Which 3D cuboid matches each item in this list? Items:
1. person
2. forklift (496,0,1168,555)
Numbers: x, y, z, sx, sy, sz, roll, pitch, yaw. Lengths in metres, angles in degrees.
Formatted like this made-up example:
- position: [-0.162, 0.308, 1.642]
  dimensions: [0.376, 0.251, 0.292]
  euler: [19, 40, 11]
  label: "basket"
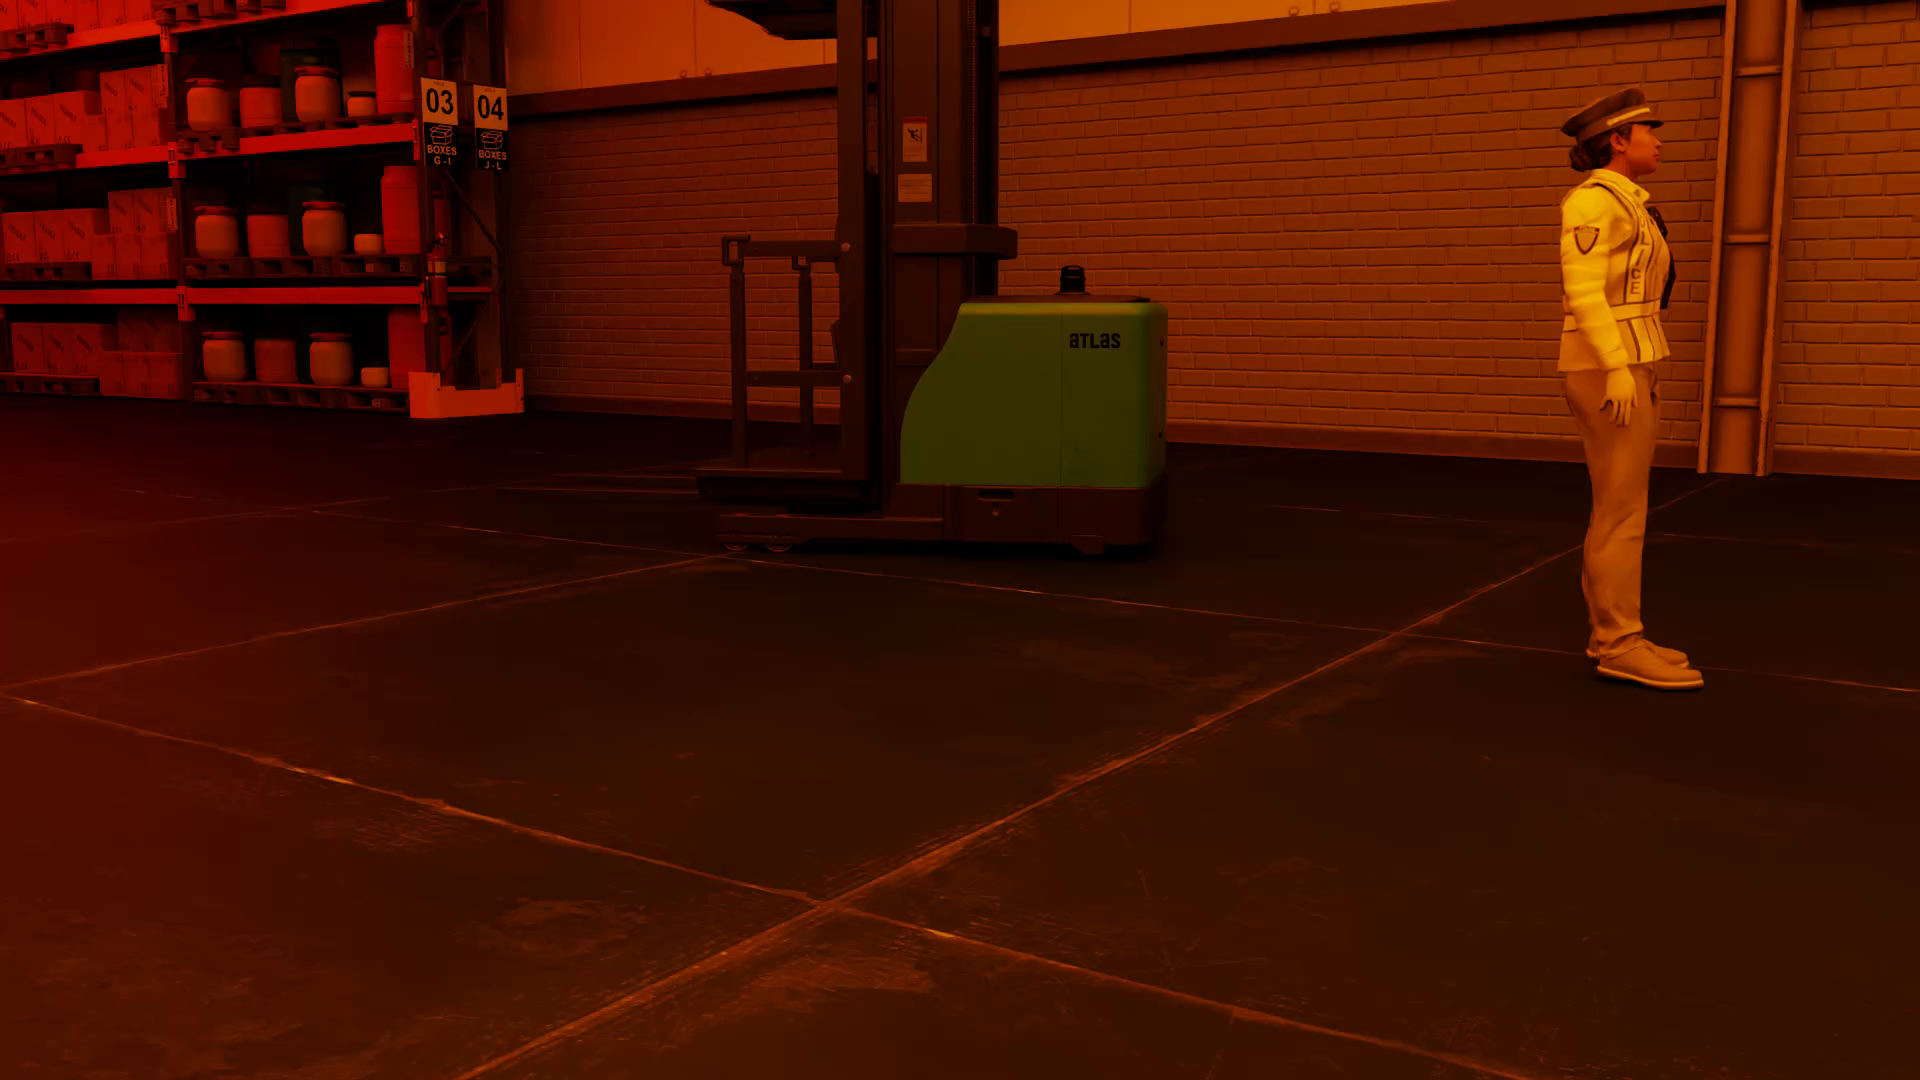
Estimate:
- position: [1.965, -0.461, 4.825]
  dimensions: [0.504, 1.704, 0.574]
  euler: [5, 9, 31]
  label: "person"
- position: [-0.596, -1.469, 7.520]
  dimensions: [3.031, 2.935, 1.130]
  euler: [2, 8, 12]
  label: "forklift"
